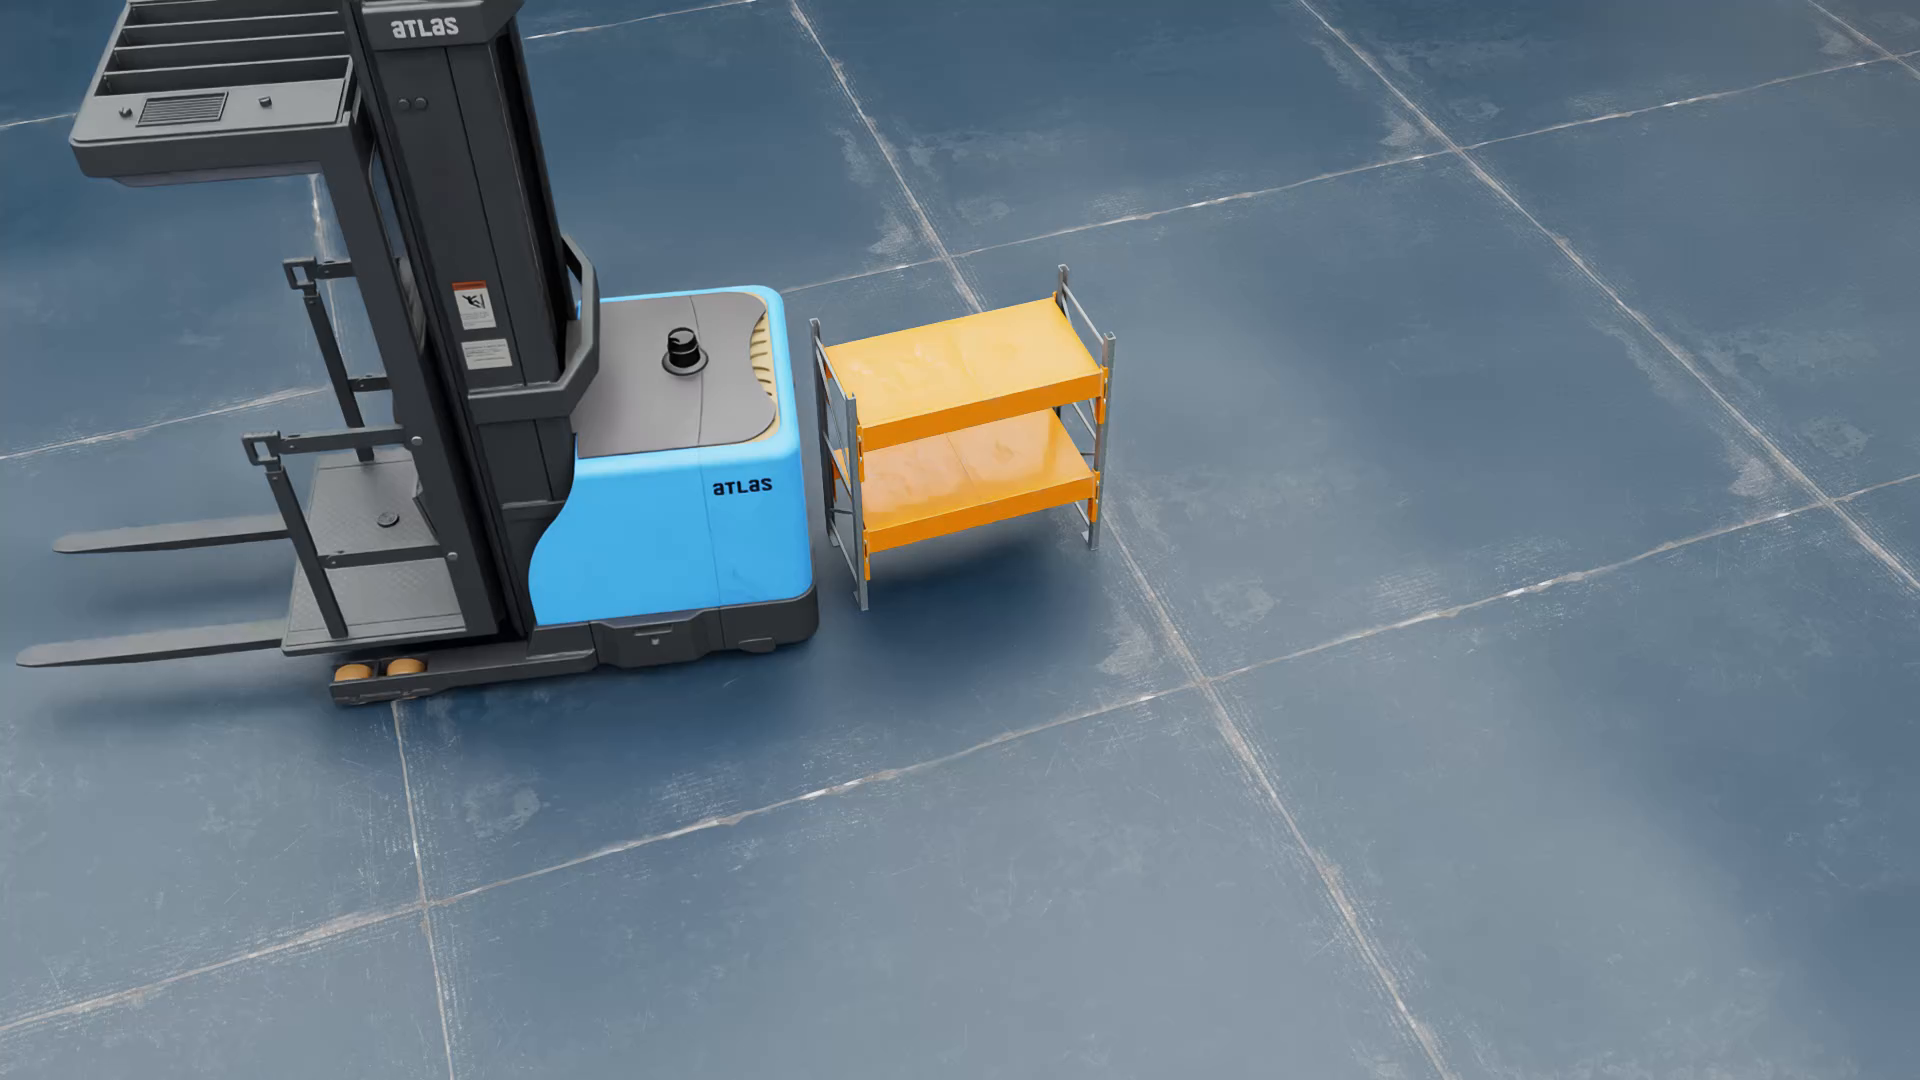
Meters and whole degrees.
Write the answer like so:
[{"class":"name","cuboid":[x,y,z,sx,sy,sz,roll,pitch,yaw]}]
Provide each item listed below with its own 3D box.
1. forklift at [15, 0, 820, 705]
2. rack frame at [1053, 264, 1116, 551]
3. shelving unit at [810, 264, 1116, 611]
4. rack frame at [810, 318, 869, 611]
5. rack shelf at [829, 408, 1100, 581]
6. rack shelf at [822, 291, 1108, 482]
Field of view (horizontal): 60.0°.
[{"class":"forklift","cuboid":[-2.122,-0.801,5.788,3.031,2.935,1.130,-6,45,-6]},{"class":"rack frame","cuboid":[0.485,-0.521,6.784,0.032,1.125,0.500,-14,47,-14]},{"class":"shelving unit","cuboid":[0.006,-0.399,6.663,1.048,1.125,0.538,-14,47,-14]},{"class":"rack frame","cuboid":[-0.472,-0.276,6.541,0.032,1.125,0.500,-14,47,-14]},{"class":"rack shelf","cuboid":[0.006,-0.226,6.836,1.000,0.278,0.538,-14,47,-14]},{"class":"rack shelf","cuboid":[0.006,-0.605,6.455,1.000,0.278,0.538,-14,47,-14]}]
